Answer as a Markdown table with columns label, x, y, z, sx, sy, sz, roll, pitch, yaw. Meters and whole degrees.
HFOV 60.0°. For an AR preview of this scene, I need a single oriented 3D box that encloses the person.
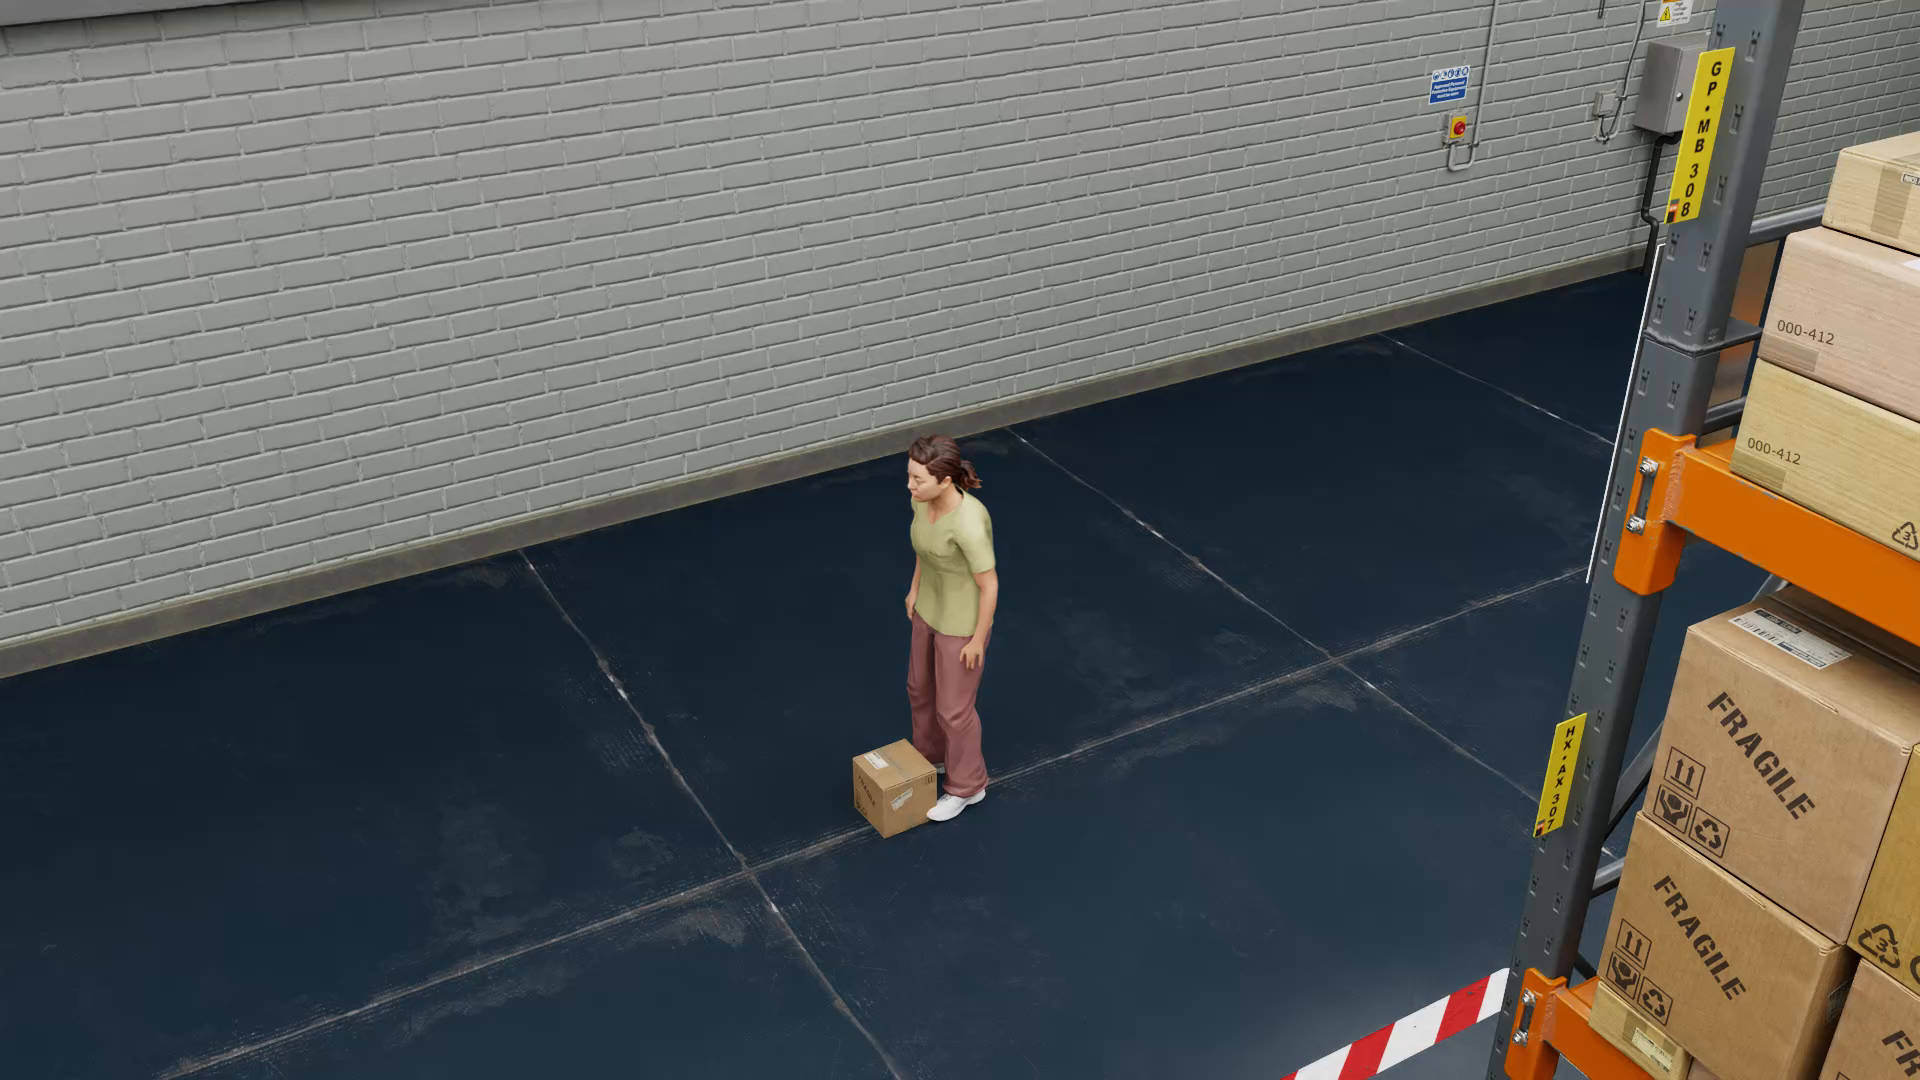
| label | x | y | z | sx | sy | sz | roll | pitch | yaw |
| --- | --- | --- | --- | --- | --- | --- | --- | --- | --- |
| person | -0.055 | 0.325 | 6.544 | 0.349 | 1.672 | 0.508 | -17 | 33 | -27 |
